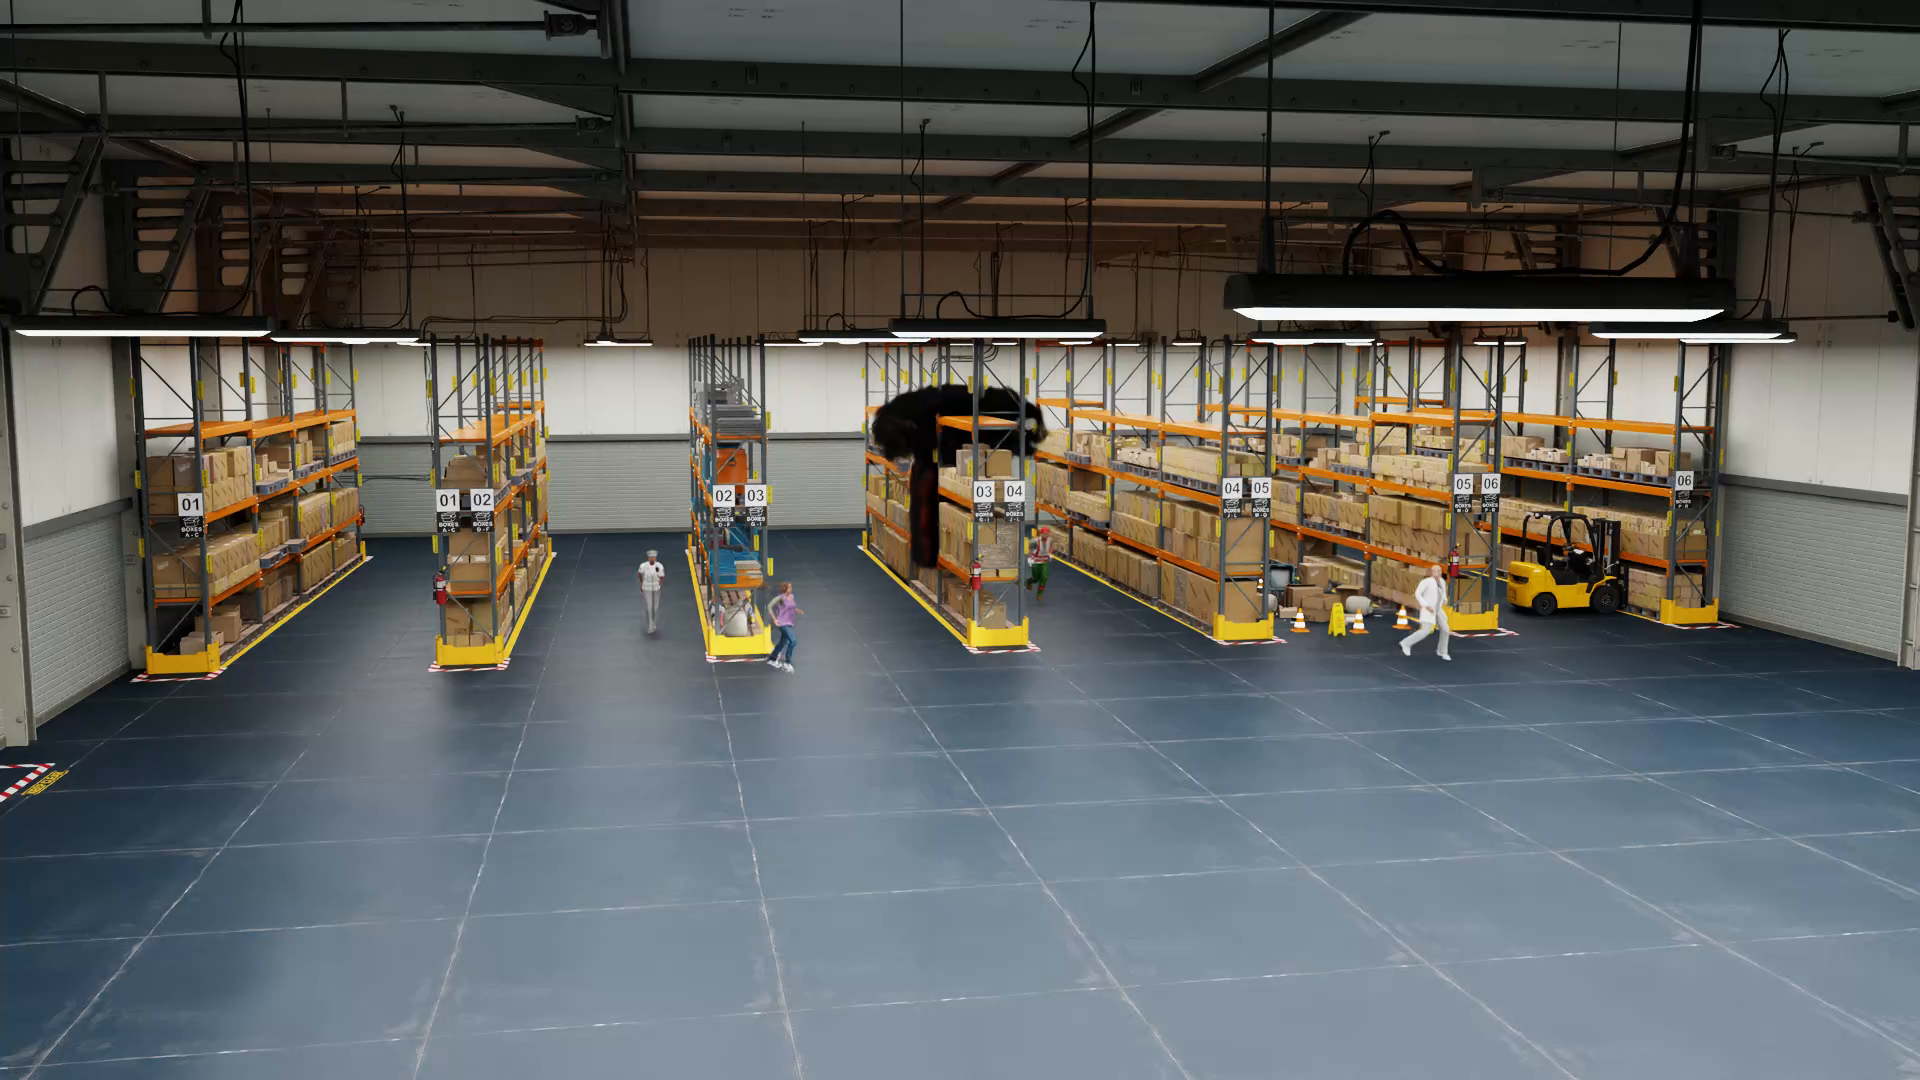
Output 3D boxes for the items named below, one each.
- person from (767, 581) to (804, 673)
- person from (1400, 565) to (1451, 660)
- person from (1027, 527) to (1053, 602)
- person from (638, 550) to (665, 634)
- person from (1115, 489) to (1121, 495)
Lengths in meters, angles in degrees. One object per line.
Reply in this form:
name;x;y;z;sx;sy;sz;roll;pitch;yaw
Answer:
person;-3.118;1.547;29.672;0.713;1.639;0.524;3;7;22
person;8.727;1.349;30.879;0.922;1.782;0.791;-5;8;-35
person;1.808;0.530;38.124;0.659;1.722;0.894;-4;7;-29
person;-6.250;1.052;33.762;0.506;1.739;0.847;-3;7;-21
person;4.643;-0.657;48.415;0.590;1.670;0.909;-6;9;-40
